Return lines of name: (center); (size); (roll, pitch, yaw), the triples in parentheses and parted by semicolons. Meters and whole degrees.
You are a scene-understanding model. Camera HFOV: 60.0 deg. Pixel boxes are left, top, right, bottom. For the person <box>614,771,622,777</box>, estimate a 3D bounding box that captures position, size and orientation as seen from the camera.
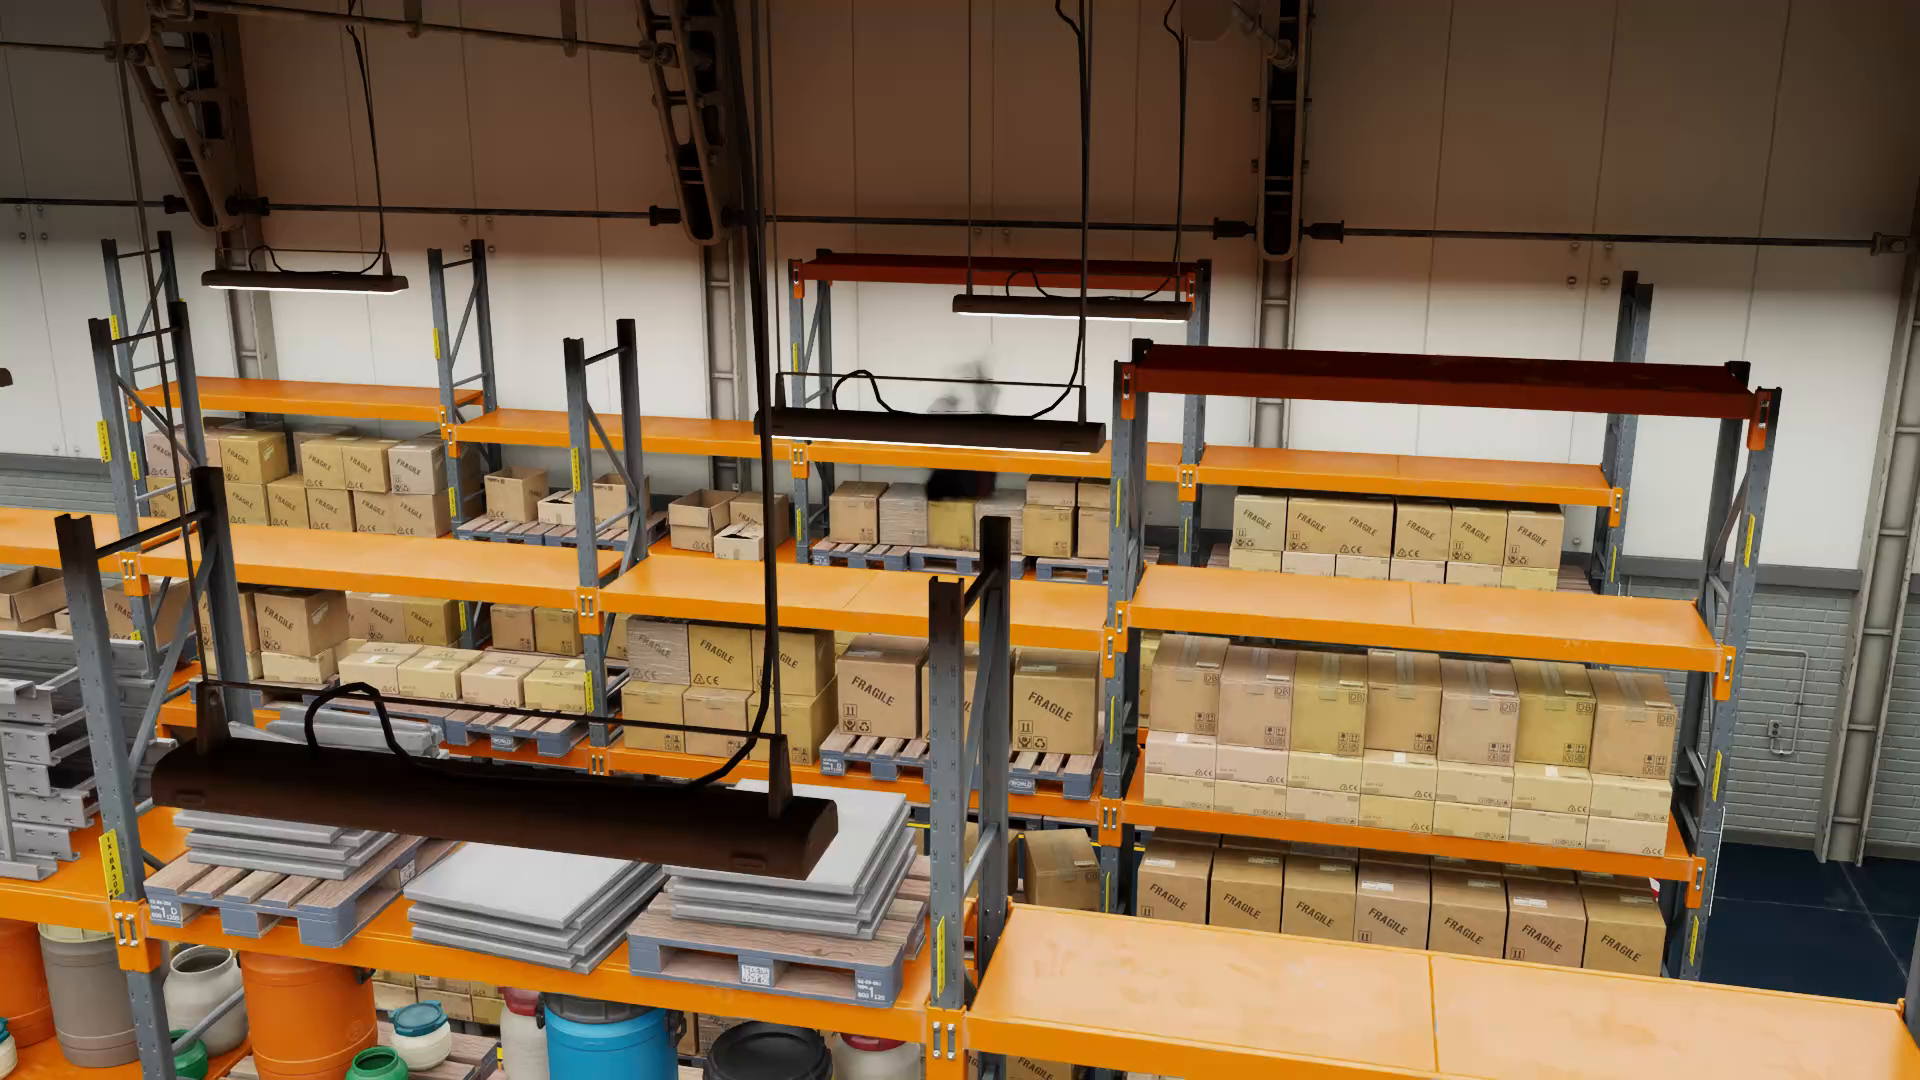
person: (-3.229, 2.883, 15.606); (0.805, 1.621, 0.531); (3, 17, 10)
